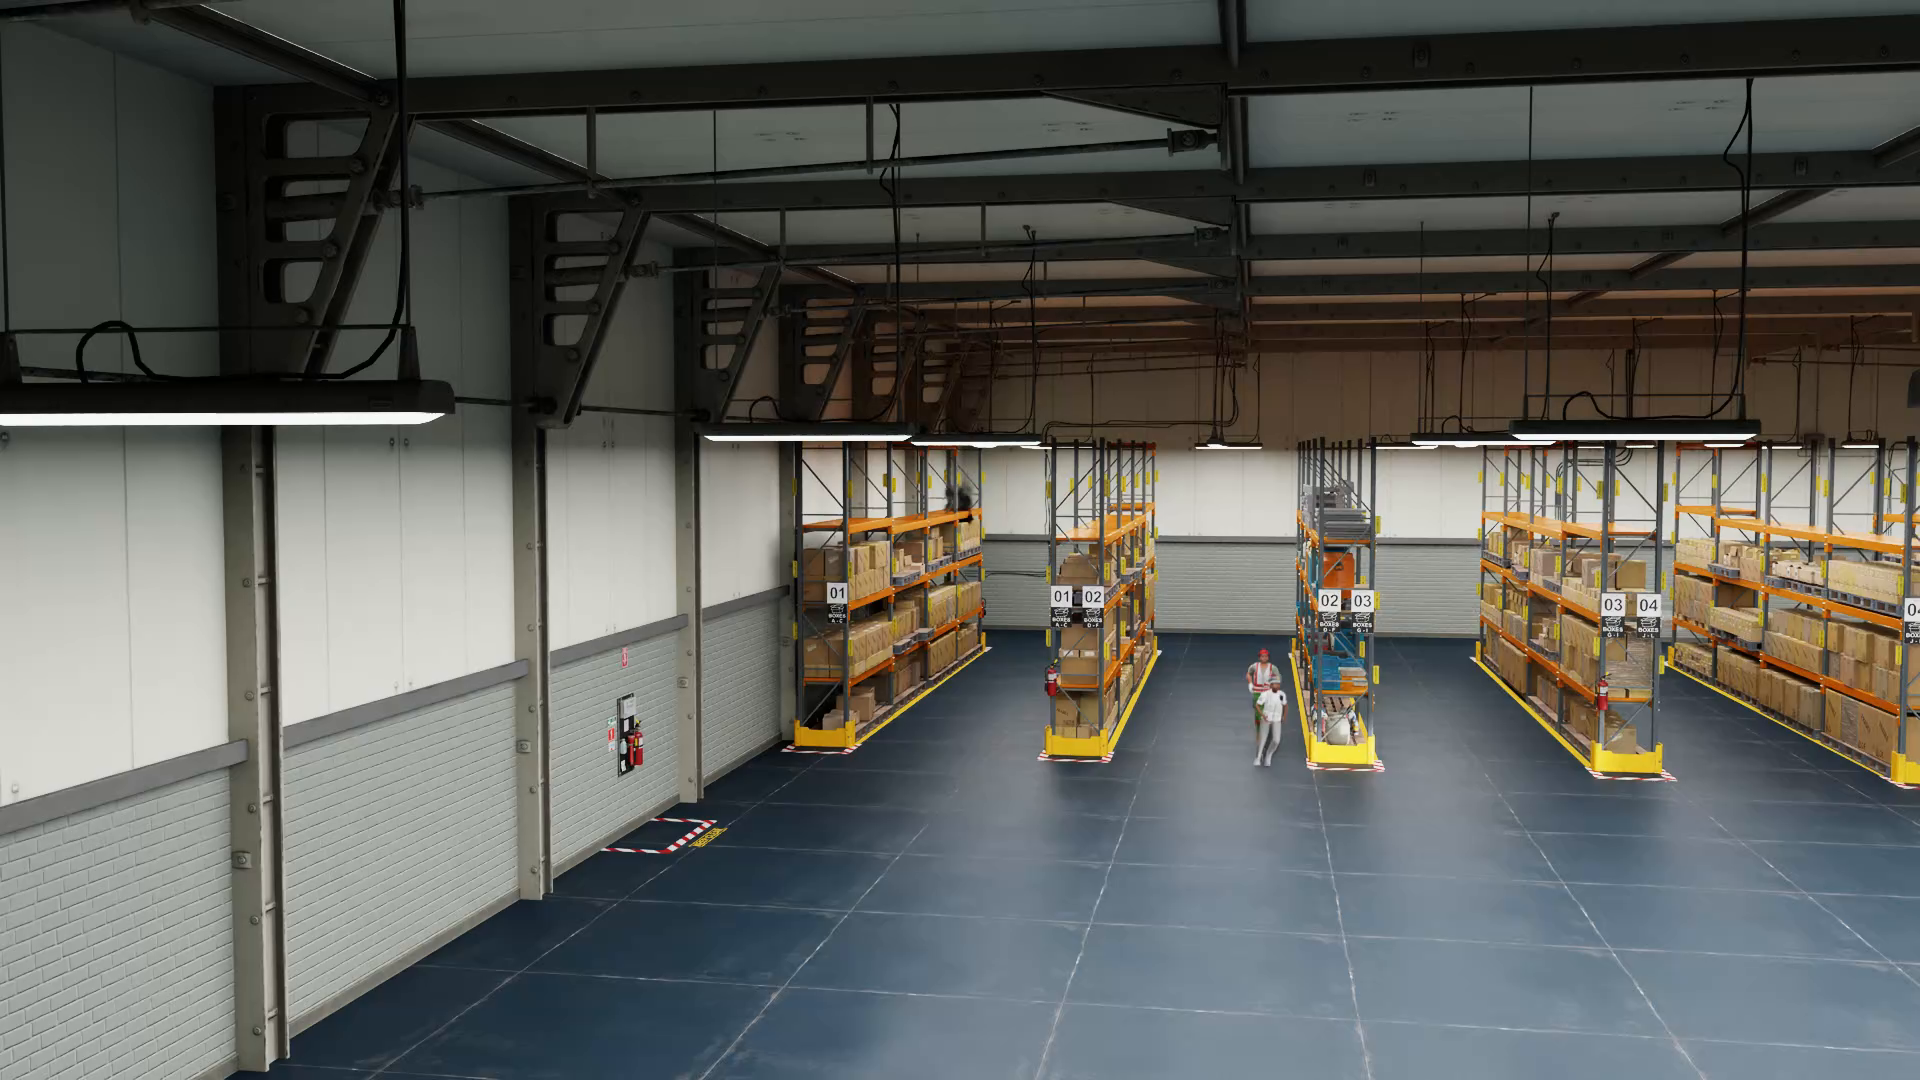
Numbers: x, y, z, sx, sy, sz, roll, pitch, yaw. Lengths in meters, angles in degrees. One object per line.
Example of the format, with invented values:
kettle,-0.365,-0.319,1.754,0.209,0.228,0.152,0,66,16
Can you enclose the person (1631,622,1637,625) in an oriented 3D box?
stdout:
person,17.814,2.572,44.353,0.645,1.657,0.651,1,3,14

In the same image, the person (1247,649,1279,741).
person,6.029,3.097,33.072,0.639,1.846,0.679,1,3,10

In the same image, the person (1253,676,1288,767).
person,5.686,3.297,30.254,0.640,1.652,0.604,0,3,-2
